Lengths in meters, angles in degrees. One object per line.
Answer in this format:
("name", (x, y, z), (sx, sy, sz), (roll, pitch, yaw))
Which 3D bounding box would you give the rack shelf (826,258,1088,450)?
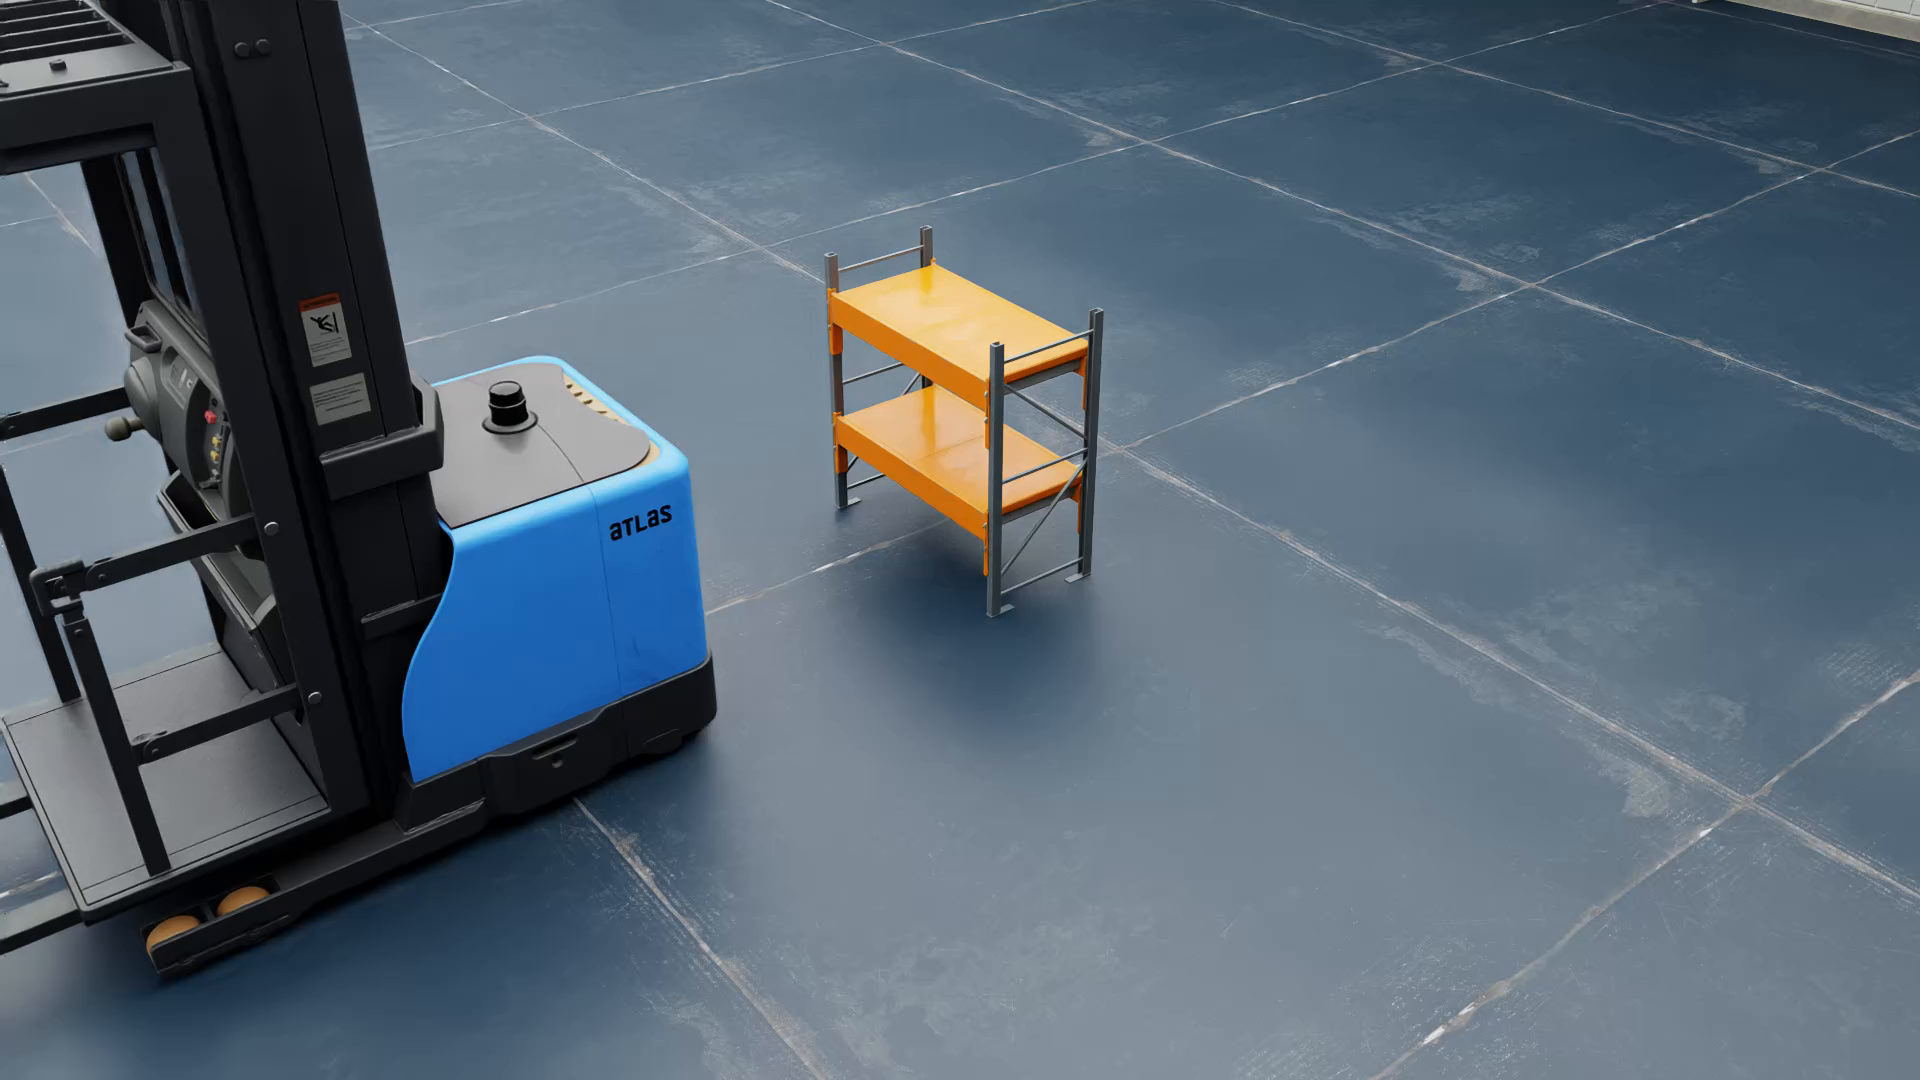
("rack shelf", (-0.004, -0.729, 6.303), (0.538, 0.278, 1.000), (-22, 38, -31))

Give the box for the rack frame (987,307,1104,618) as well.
("rack frame", (0.308, -0.269, 6.117), (0.500, 1.125, 0.032), (-22, 38, -31))

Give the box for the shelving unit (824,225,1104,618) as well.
("shelving unit", (-0.004, -0.481, 6.458), (0.538, 1.125, 1.048), (-22, 38, -31))

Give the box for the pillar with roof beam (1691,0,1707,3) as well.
("pillar with roof beam", (2.832, -7.100, 9.653), (9.100, 9.000, 0.400), (-22, 38, -31))

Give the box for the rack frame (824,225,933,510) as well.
("rack frame", (-0.316, -0.693, 6.799), (0.500, 1.125, 0.032), (-22, 38, -31))

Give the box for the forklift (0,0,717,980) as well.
("forklift", (-2.306, -0.320, 4.487), (3.031, 2.935, 1.130), (-22, 38, -31))

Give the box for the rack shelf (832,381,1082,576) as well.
("rack shelf", (-0.004, -0.273, 6.587), (0.538, 0.278, 1.000), (-22, 38, -31))
